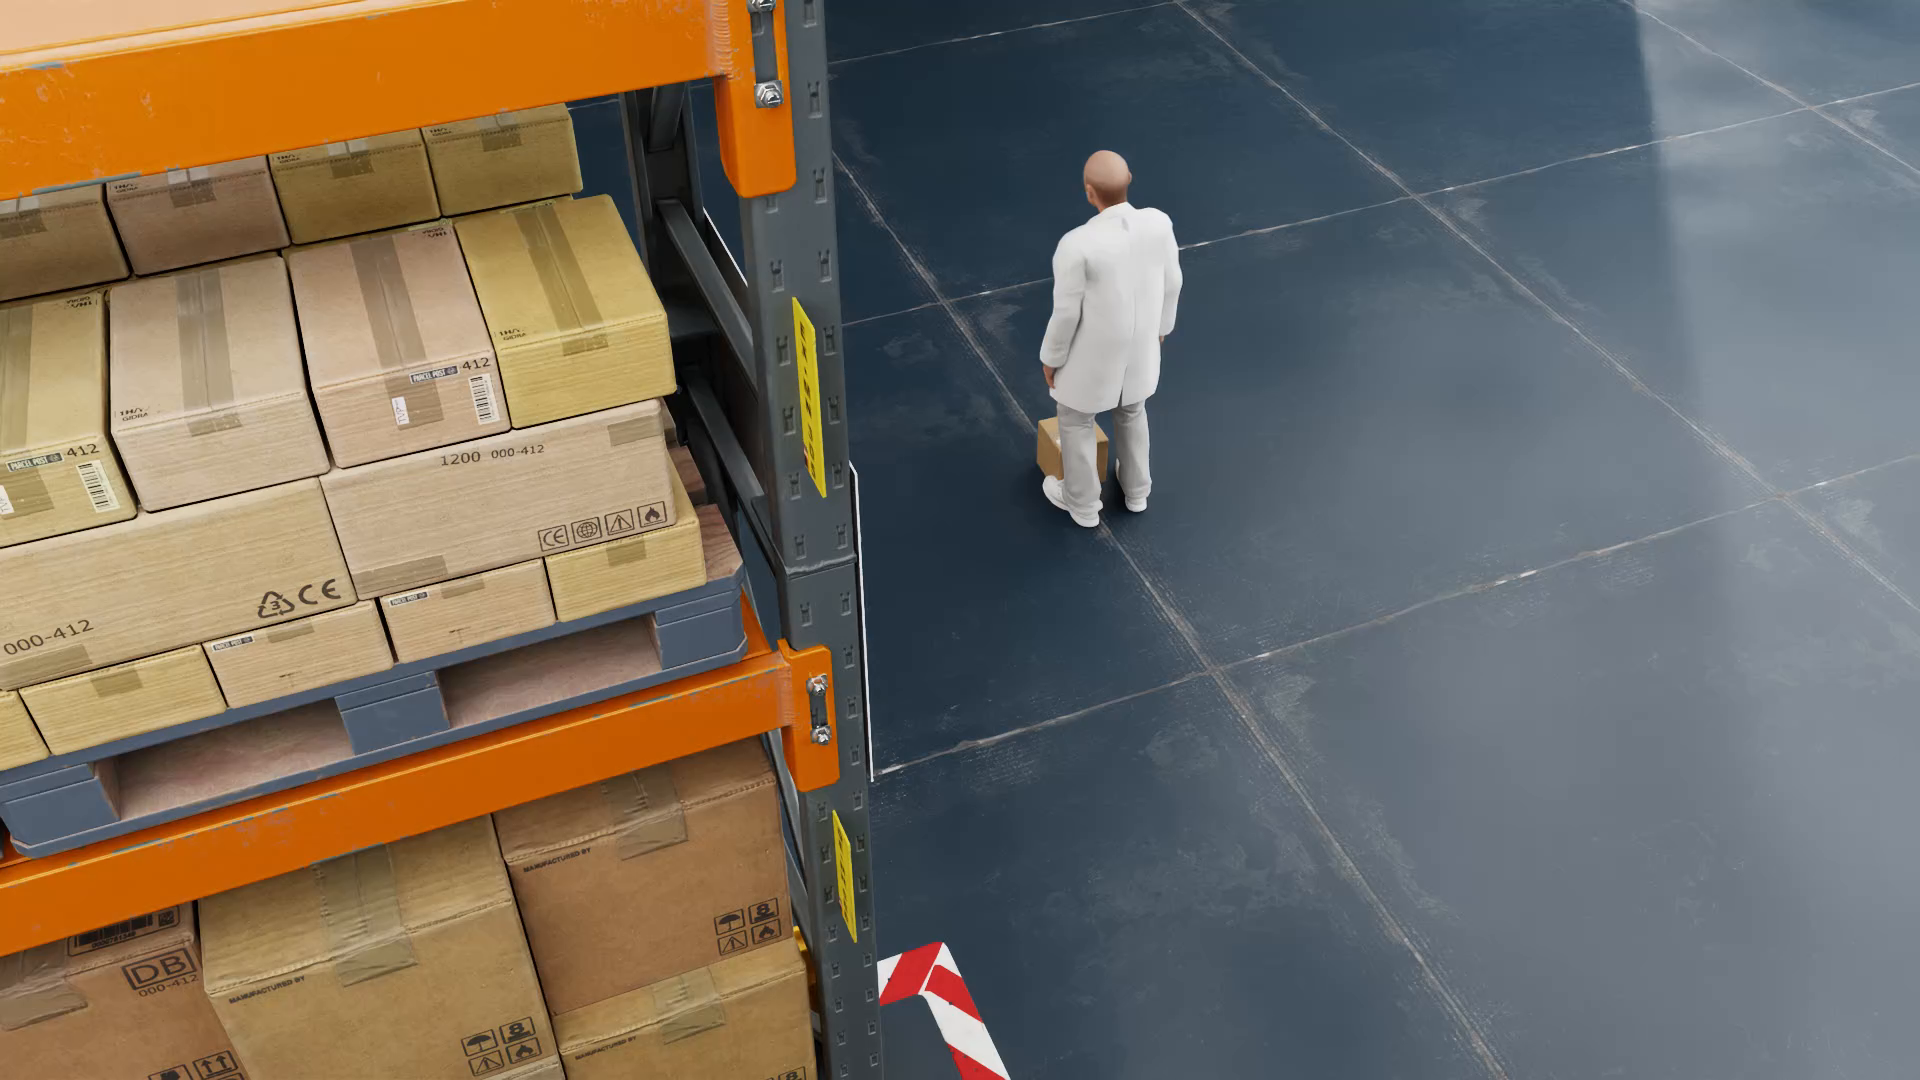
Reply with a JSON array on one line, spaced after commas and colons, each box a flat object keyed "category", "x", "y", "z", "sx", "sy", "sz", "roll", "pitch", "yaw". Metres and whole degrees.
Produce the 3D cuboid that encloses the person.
[{"category": "person", "x": 0.627, "y": -0.838, "z": 7.129, "sx": 0.641, "sy": 1.772, "sz": 0.428, "roll": -17, "pitch": 44, "yaw": -19}]
